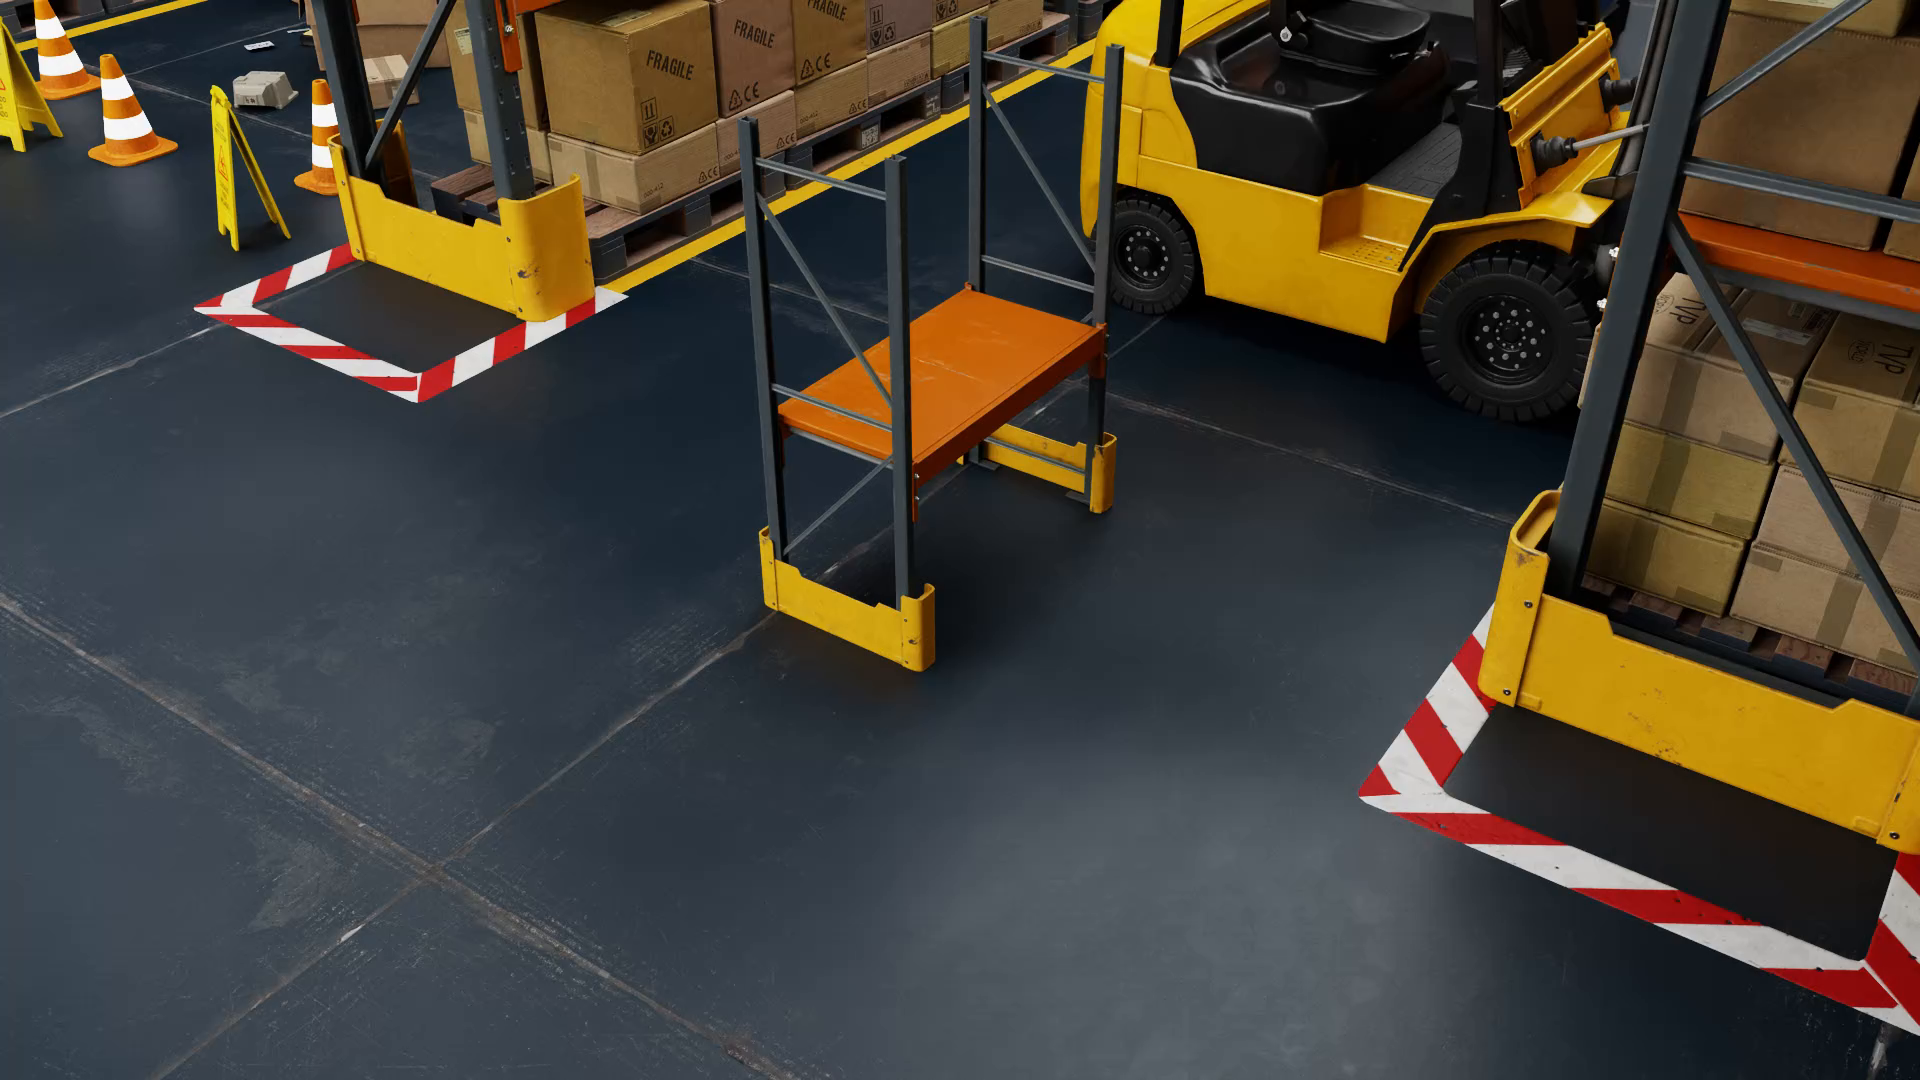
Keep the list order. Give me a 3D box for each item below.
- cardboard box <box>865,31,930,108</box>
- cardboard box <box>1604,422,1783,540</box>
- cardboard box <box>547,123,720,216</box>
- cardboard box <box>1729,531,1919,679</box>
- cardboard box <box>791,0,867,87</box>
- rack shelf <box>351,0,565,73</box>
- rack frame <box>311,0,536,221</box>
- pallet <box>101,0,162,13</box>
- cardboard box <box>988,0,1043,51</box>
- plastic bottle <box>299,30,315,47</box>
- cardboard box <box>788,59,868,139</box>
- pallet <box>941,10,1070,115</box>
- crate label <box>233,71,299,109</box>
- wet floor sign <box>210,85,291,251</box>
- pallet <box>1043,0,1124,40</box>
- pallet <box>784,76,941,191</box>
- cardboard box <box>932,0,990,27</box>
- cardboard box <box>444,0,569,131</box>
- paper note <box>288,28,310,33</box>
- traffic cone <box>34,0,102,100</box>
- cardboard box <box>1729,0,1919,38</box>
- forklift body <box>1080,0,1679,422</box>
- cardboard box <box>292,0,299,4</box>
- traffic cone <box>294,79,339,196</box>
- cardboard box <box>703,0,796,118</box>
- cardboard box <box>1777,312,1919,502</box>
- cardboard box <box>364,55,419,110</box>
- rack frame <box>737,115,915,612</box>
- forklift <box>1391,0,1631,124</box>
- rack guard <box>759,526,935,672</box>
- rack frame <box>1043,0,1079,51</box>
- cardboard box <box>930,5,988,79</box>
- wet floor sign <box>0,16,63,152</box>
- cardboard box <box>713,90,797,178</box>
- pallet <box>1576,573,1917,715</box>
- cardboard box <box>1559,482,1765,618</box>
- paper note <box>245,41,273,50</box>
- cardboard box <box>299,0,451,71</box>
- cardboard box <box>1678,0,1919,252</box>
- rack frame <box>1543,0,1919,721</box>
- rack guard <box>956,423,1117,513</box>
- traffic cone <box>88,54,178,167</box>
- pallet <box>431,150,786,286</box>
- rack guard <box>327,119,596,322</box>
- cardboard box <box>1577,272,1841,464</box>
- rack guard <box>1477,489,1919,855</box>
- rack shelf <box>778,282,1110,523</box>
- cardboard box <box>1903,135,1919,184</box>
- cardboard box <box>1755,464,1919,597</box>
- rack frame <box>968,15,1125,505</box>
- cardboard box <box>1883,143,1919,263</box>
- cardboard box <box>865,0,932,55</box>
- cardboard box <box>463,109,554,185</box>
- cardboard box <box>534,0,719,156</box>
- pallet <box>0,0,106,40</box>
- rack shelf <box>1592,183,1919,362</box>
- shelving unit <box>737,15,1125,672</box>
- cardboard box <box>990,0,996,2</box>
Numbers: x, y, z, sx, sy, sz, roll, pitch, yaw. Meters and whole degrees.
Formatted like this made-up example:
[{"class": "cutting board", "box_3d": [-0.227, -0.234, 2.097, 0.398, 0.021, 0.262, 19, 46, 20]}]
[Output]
[{"class": "cardboard box", "box_3d": [-0.491, -2.348, 8.124, 0.500, 0.250, 0.500, 22, 40, 29]}, {"class": "cardboard box", "box_3d": [2.034, -0.293, 4.639, 0.500, 0.250, 0.500, 21, 39, 28]}, {"class": "cardboard box", "box_3d": [-1.380, -1.629, 7.060, 0.500, 0.250, 0.500, 21, 39, 28]}, {"class": "cardboard box", "box_3d": [2.454, 0.075, 4.542, 0.500, 0.250, 0.500, 21, 40, 28]}, {"class": "cardboard box", "box_3d": [-0.779, -2.421, 7.562, 0.500, 0.500, 0.500, 22, 40, 29]}, {"class": "rack shelf", "box_3d": [-0.926, -2.933, 7.552, 1.077, 0.370, 4.000, 21, 39, 28]}, {"class": "rack frame", "box_3d": [-2.067, -2.311, 5.989, 1.000, 3.000, 0.127, 21, 39, 28]}, {"class": "pallet", "box_3d": [-5.103, -3.642, 10.447, 1.003, 0.211, 1.213, 21, 39, 28]}, {"class": "cardboard box", "box_3d": [0.098, -2.829, 8.835, 0.500, 0.250, 0.500, 23, 40, 30]}, {"class": "plastic bottle", "box_3d": [-3.616, -2.878, 9.451, 0.133, 0.061, 0.283, 8, 35, 12]}, {"class": "cardboard box", "box_3d": [-0.782, -2.116, 7.781, 0.500, 0.250, 0.500, 24, 41, 31]}, {"class": "pallet", "box_3d": [-0.140, -2.676, 9.019, 1.003, 0.211, 1.213, 21, 39, 28]}, {"class": "crate label", "box_3d": [-3.590, -2.314, 8.550, 0.250, 0.136, 0.298, 3, 34, 4]}, {"class": "wet floor sign", "box_3d": [-3.054, -1.590, 7.025, 0.232, 0.644, 0.267, -22, 40, -29]}, {"class": "pallet", "box_3d": [0.657, -3.355, 10.023, 1.003, 0.211, 1.213, 21, 39, 28]}, {"class": "pallet", "box_3d": [-0.835, -2.112, 8.185, 1.003, 0.211, 1.213, 21, 39, 28]}, {"class": "cardboard box", "box_3d": [-0.191, -2.904, 8.277, 0.500, 0.500, 0.500, 22, 40, 29]}, {"class": "cardboard box", "box_3d": [-1.824, -2.108, 7.100, 0.500, 0.500, 0.500, 22, 40, 28]}, {"class": "paper note", "box_3d": [-3.810, -2.937, 9.584, 0.123, 0.001, 0.032, -15, 37, -21]}, {"class": "traffic cone", "box_3d": [-4.722, -2.585, 8.660, 0.336, 0.463, 0.334, 21, 39, 28]}, {"class": "cardboard box", "box_3d": [1.981, -1.286, 3.806, 0.380, 0.149, 0.250, 22, 40, 29]}, {"class": "forklift body", "box_3d": [1.596, -1.831, 6.037, 2.313, 2.155, 1.214, 21, 39, 28]}, {"class": "cardboard box", "box_3d": [-3.952, -3.609, 10.139, 0.500, 0.500, 0.500, 29, 44, 36]}, {"class": "traffic cone", "box_3d": [-2.881, -1.870, 7.602, 0.336, 0.463, 0.334, 21, 39, 28]}, {"class": "cardboard box", "box_3d": [-1.072, -2.192, 7.224, 0.500, 0.500, 0.500, 20, 39, 27]}, {"class": "cardboard box", "box_3d": [2.443, -0.337, 4.257, 0.500, 0.250, 0.500, 21, 39, 28]}, {"class": "cardboard box", "box_3d": [-2.979, -2.378, 8.633, 0.250, 0.149, 0.380, -15, 37, -21]}, {"class": "rack frame", "box_3d": [-0.338, -0.348, 4.426, 0.500, 1.500, 0.032, 21, 39, 28]}, {"class": "forklift", "box_3d": [2.503, -3.535, 7.861, 1.130, 2.935, 3.031, 21, 39, 28]}, {"class": "rack guard", "box_3d": [-0.327, 0.161, 4.789, 0.587, 0.250, 0.087, 21, 39, 28]}, {"class": "rack frame", "box_3d": [0.214, -4.152, 8.711, 1.000, 3.000, 0.127, 21, 39, 28]}, {"class": "cardboard box", "box_3d": [-0.198, -2.580, 8.468, 0.500, 0.250, 0.500, 20, 39, 27]}, {"class": "wet floor sign", "box_3d": [-4.581, -2.224, 7.963, 0.267, 0.644, 0.232, 14, 37, 20]}, {"class": "cardboard box", "box_3d": [-1.082, -1.861, 7.404, 0.500, 0.250, 0.500, 23, 40, 30]}, {"class": "pallet", "box_3d": [2.415, 0.063, 4.969, 1.003, 0.211, 1.213, 21, 39, 28]}, {"class": "cardboard box", "box_3d": [2.021, -0.079, 4.769, 0.500, 0.250, 0.500, 22, 40, 28]}, {"class": "paper note", "box_3d": [-3.926, -2.775, 9.327, 0.142, 0.017, 0.144, -22, 40, -29]}, {"class": "cardboard box", "box_3d": [-3.145, -2.894, 9.080, 0.797, 0.503, 0.637, -3, 34, -4]}, {"class": "cardboard box", "box_3d": [2.078, -1.079, 4.078, 0.500, 0.500, 0.500, 20, 39, 27]}, {"class": "rack frame", "box_3d": [2.013, -0.727, 3.647, 1.000, 3.000, 0.127, 21, 39, 28]}, {"class": "rack guard", "box_3d": [0.240, -0.298, 5.467, 0.587, 0.250, 0.087, 21, 39, 28]}, {"class": "traffic cone", "box_3d": [-3.987, -2.068, 7.895, 0.336, 0.463, 0.334, 21, 39, 28]}, {"class": "pallet", "box_3d": [-1.531, -1.553, 7.358, 1.003, 0.211, 1.213, 21, 39, 28]}, {"class": "rack guard", "box_3d": [-2.023, -1.310, 6.741, 1.175, 0.500, 0.348, 21, 39, 28]}, {"class": "cardboard box", "box_3d": [2.019, -0.488, 4.480, 0.500, 0.250, 0.500, 23, 40, 30]}, {"class": "rack guard", "box_3d": [1.999, 0.320, 4.331, 1.175, 0.500, 0.348, 21, 39, 28]}, {"class": "rack shelf", "box_3d": [-0.049, -0.433, 4.873, 0.538, 0.185, 1.000, 21, 39, 28]}, {"class": "cardboard box", "box_3d": [2.381, -1.315, 4.427, 0.500, 0.500, 0.500, 23, 40, 30]}, {"class": "cardboard box", "box_3d": [2.452, -0.119, 4.382, 0.500, 0.250, 0.500, 22, 40, 29]}, {"class": "rack frame", "box_3d": [0.241, -0.816, 5.118, 0.500, 1.500, 0.032, 21, 39, 28]}, {"class": "cardboard box", "box_3d": [2.524, -0.908, 3.825, 0.500, 0.500, 0.500, 23, 40, 30]}, {"class": "cardboard box", "box_3d": [-0.481, -2.669, 7.930, 0.500, 0.500, 0.500, 24, 41, 31]}, {"class": "cardboard box", "box_3d": [-1.813, -1.815, 7.335, 0.500, 0.250, 0.500, 21, 39, 28]}, {"class": "cardboard box", "box_3d": [-1.367, -1.950, 6.867, 0.500, 0.500, 0.500, 20, 39, 27]}, {"class": "pallet", "box_3d": [-5.799, -3.083, 9.621, 1.003, 0.211, 1.213, 21, 39, 28]}, {"class": "rack shelf", "box_3d": [3.153, -1.349, 5.210, 1.077, 0.370, 4.000, 21, 39, 28]}, {"class": "shelving unit", "box_3d": [-0.043, -0.586, 4.778, 0.587, 1.500, 1.083, 21, 39, 28]}, {"class": "cardboard box", "box_3d": [0.097, -3.139, 8.624, 0.500, 0.500, 0.500, 21, 39, 28]}]
